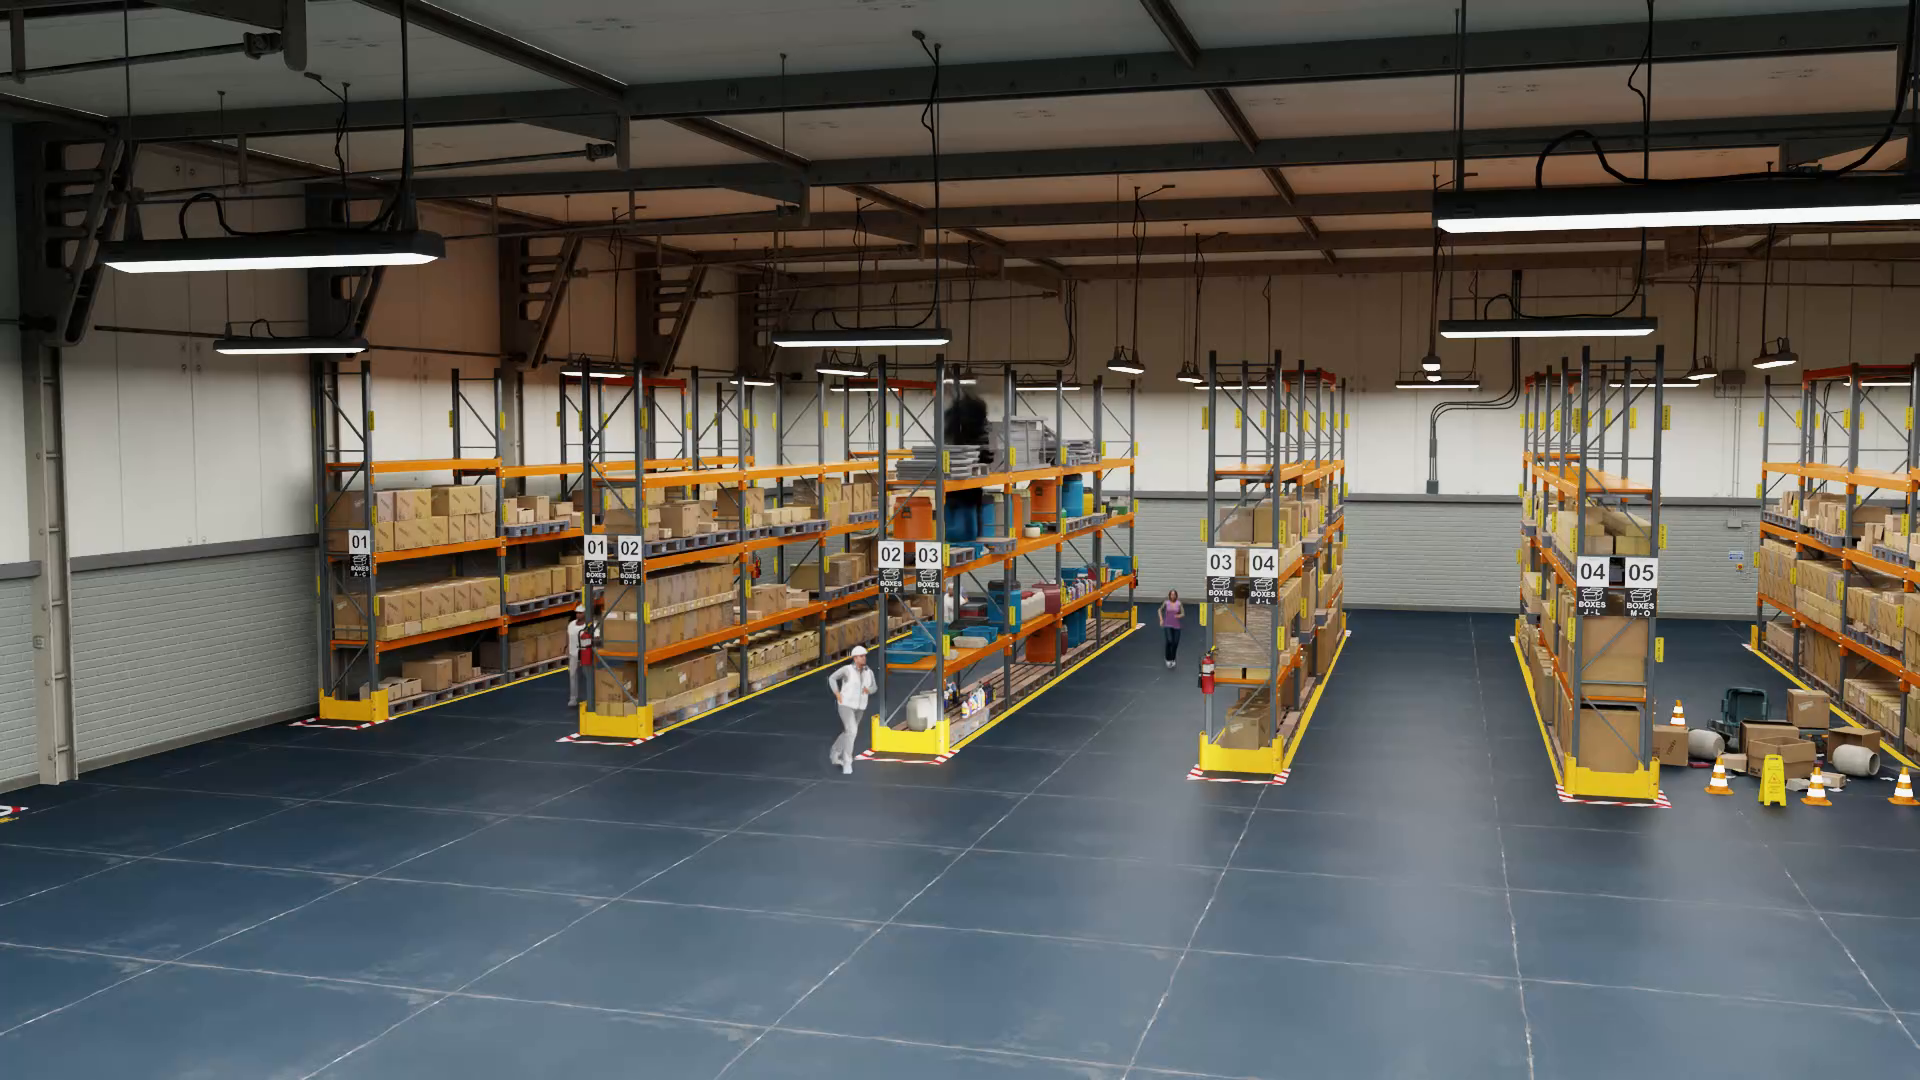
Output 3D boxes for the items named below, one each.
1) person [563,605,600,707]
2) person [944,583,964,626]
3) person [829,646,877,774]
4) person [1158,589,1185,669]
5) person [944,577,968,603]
[{"bbox_3d":[-6.674,2.018,29.299,0.710,1.747,0.968,1,4,10],"label":"person"},{"bbox_3d":[-0.155,1.723,34.154,0.580,1.711,0.834,1,4,10],"label":"person"},{"bbox_3d":[-1.562,2.429,24.002,0.675,1.814,0.713,-3,5,-39],"label":"person"},{"bbox_3d":[4.289,1.799,33.653,0.503,1.617,0.682,0,4,-2],"label":"person"},{"bbox_3d":[-0.121,1.580,36.775,0.592,1.600,0.591,0,4,3],"label":"person"}]
